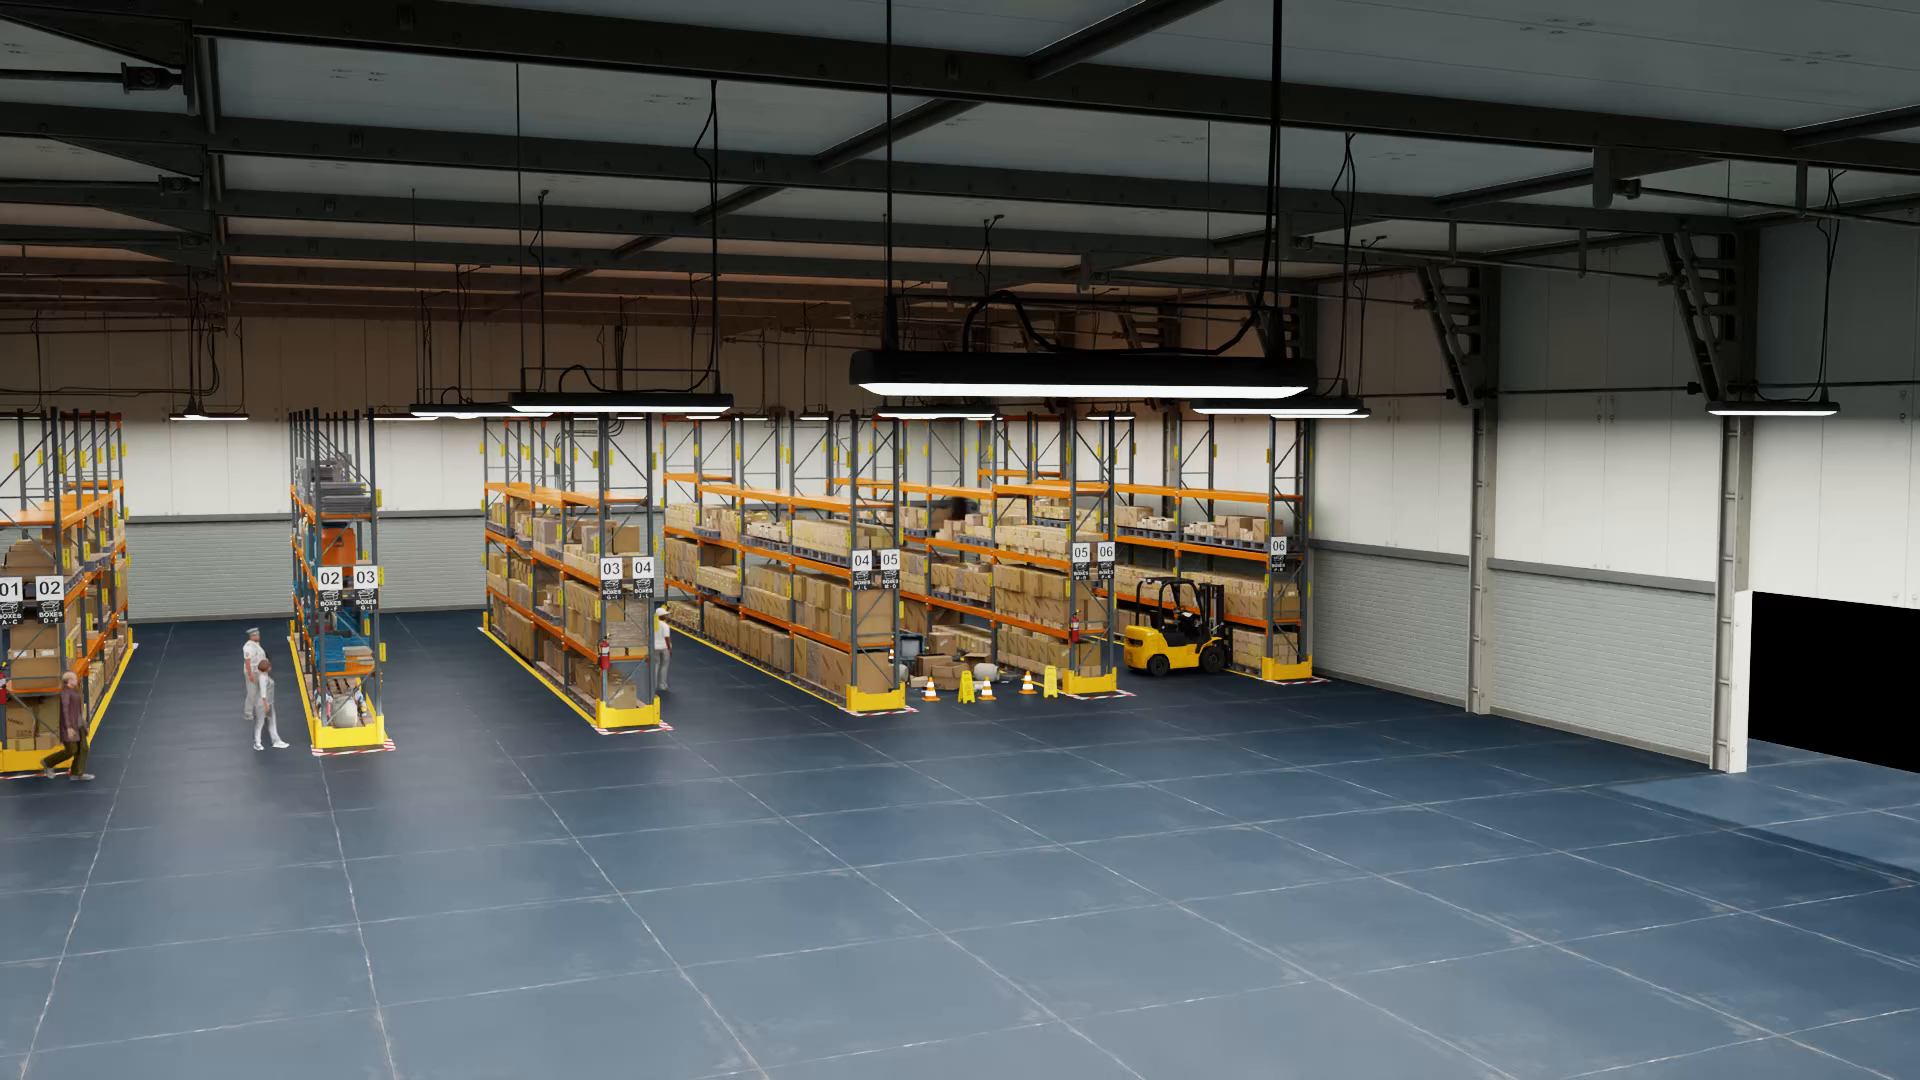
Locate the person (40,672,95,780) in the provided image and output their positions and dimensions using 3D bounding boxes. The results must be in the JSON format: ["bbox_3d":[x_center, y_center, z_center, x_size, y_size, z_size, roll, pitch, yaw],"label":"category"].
[{"bbox_3d":[-14.241,2.972,26.492,0.742,1.754,0.560,0,4,0],"label":"person"}]

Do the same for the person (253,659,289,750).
[{"bbox_3d":[-12.159,2.883,29.184,0.587,1.586,0.439,0,4,3],"label":"person"}]

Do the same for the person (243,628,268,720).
[{"bbox_3d":[-13.715,2.622,32.390,0.405,1.849,0.617,1,4,15],"label":"person"}]

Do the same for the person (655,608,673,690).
[{"bbox_3d":[-6.435,2.331,35.639,0.568,1.760,0.543,1,4,14],"label":"person"}]
